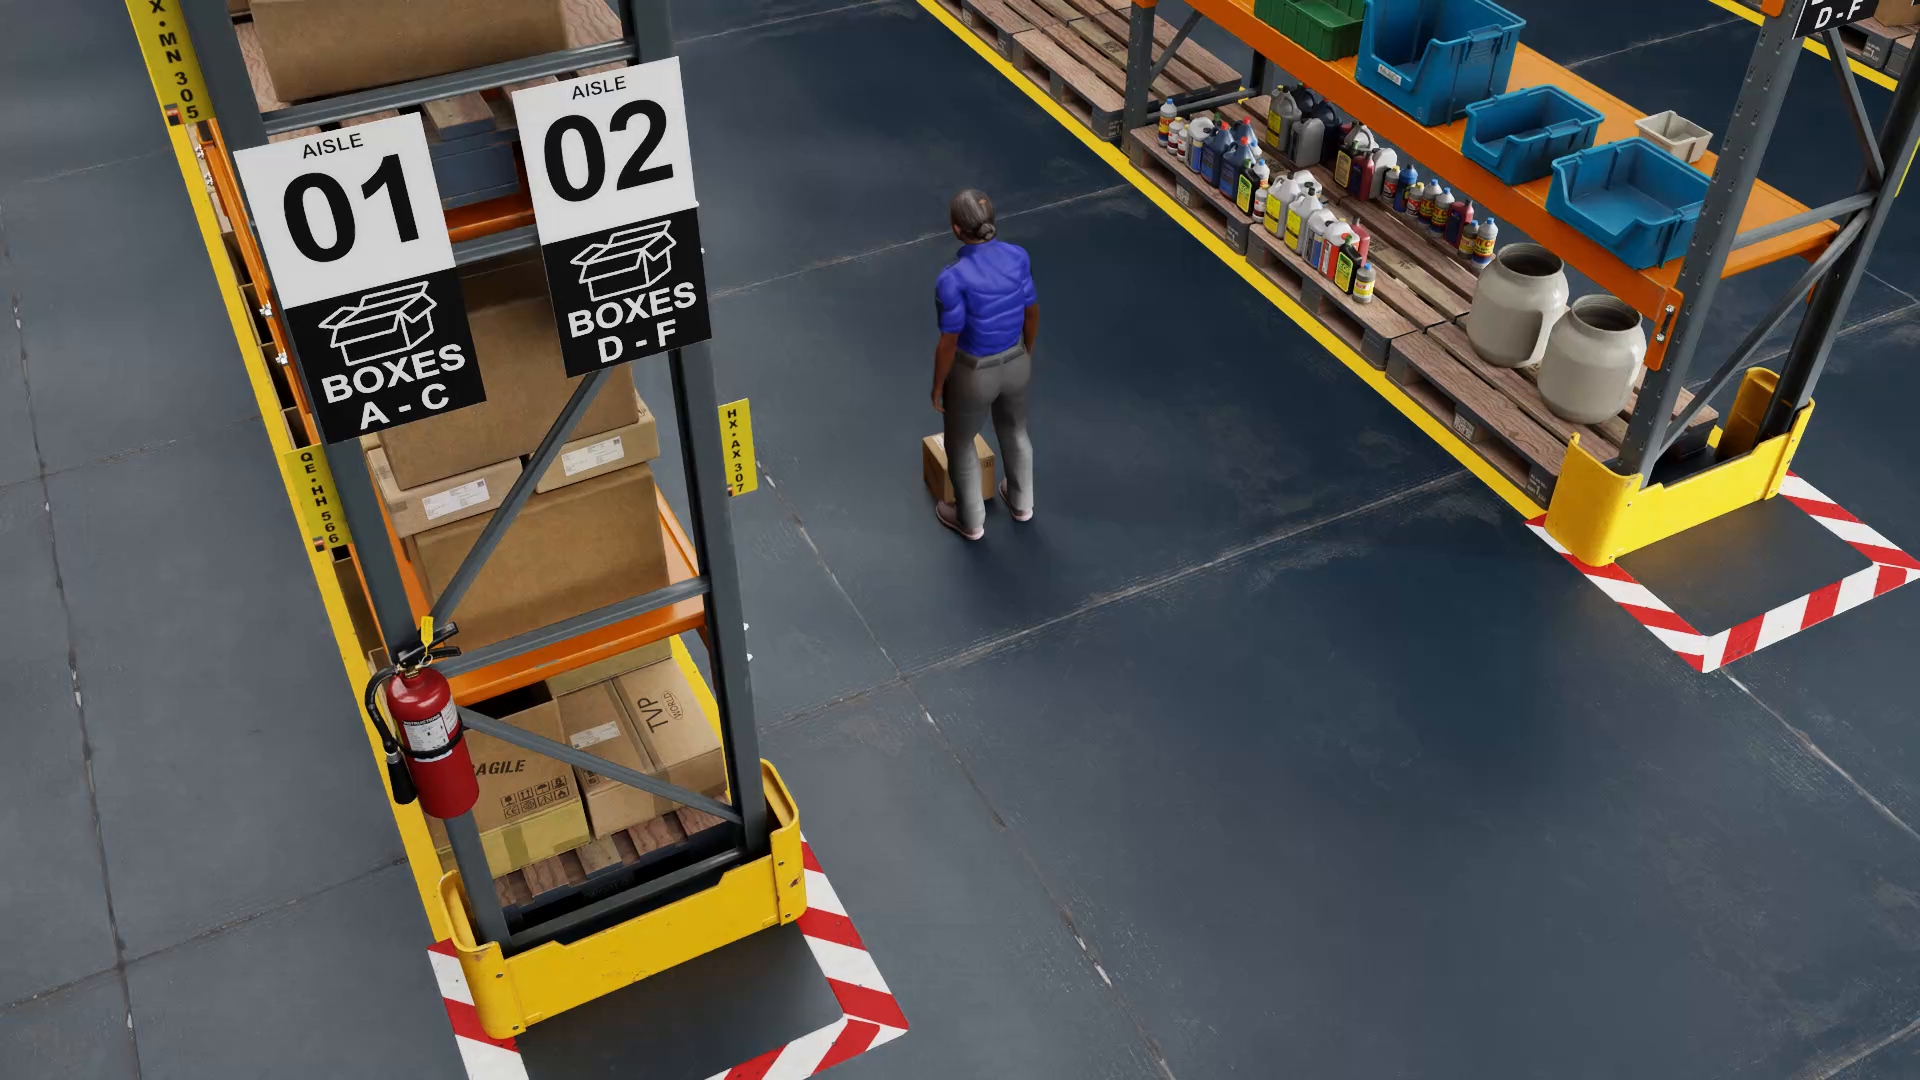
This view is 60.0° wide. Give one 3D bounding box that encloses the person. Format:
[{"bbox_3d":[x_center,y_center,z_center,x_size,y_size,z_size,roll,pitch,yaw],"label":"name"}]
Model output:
[{"bbox_3d":[0.109,-0.717,6.973,0.527,1.653,0.350,-22,46,-23],"label":"person"}]
